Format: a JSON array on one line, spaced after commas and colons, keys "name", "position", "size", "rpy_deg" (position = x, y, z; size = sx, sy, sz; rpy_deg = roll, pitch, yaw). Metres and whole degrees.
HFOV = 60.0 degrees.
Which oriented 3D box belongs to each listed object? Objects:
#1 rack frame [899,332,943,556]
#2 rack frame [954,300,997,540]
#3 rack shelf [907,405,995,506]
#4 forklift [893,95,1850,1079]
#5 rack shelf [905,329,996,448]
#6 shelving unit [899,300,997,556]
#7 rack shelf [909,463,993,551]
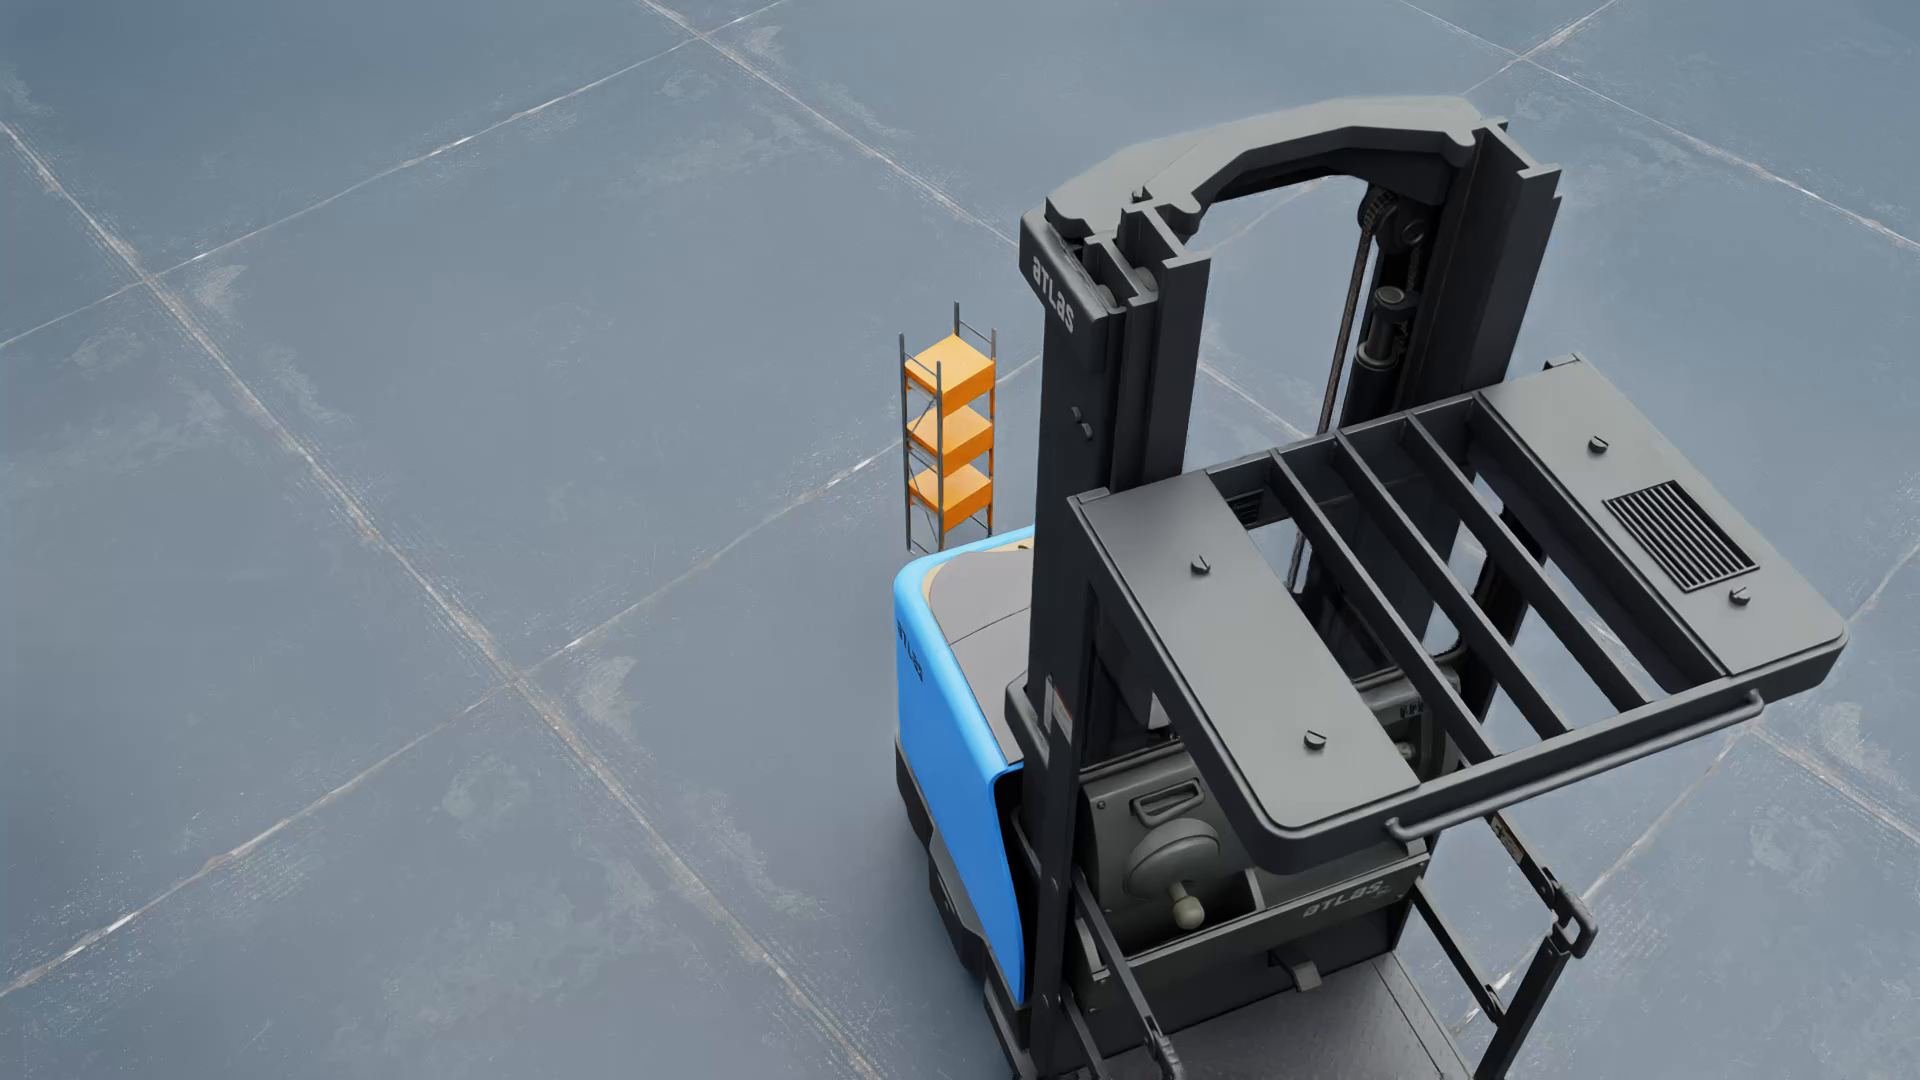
[{"name": "rack frame", "position": [-0.130, -0.269, 5.784], "size": [0.008, 1.050, 0.200], "rpy_deg": [-34, 56, -27]}, {"name": "rack frame", "position": [0.051, -0.390, 5.895], "size": [0.008, 1.050, 0.200], "rpy_deg": [-34, 56, -27]}, {"name": "rack shelf", "position": [-0.040, -0.322, 5.848], "size": [0.240, 0.259, 0.215], "rpy_deg": [-34, 56, -27]}, {"name": "forklift", "position": [0.803, 0.686, 3.623], "size": [1.130, 2.935, 3.031], "rpy_deg": [-16, 49, -14]}, {"name": "rack shelf", "position": [-0.040, -0.515, 5.639], "size": [0.240, 0.259, 0.215], "rpy_deg": [-34, 56, -27]}, {"name": "shelving unit", "position": [-0.040, -0.330, 5.840], "size": [0.252, 1.050, 0.215], "rpy_deg": [-34, 56, -27]}, {"name": "rack shelf", "position": [-0.040, -0.134, 6.052], "size": [0.240, 0.259, 0.215], "rpy_deg": [-34, 56, -27]}]
